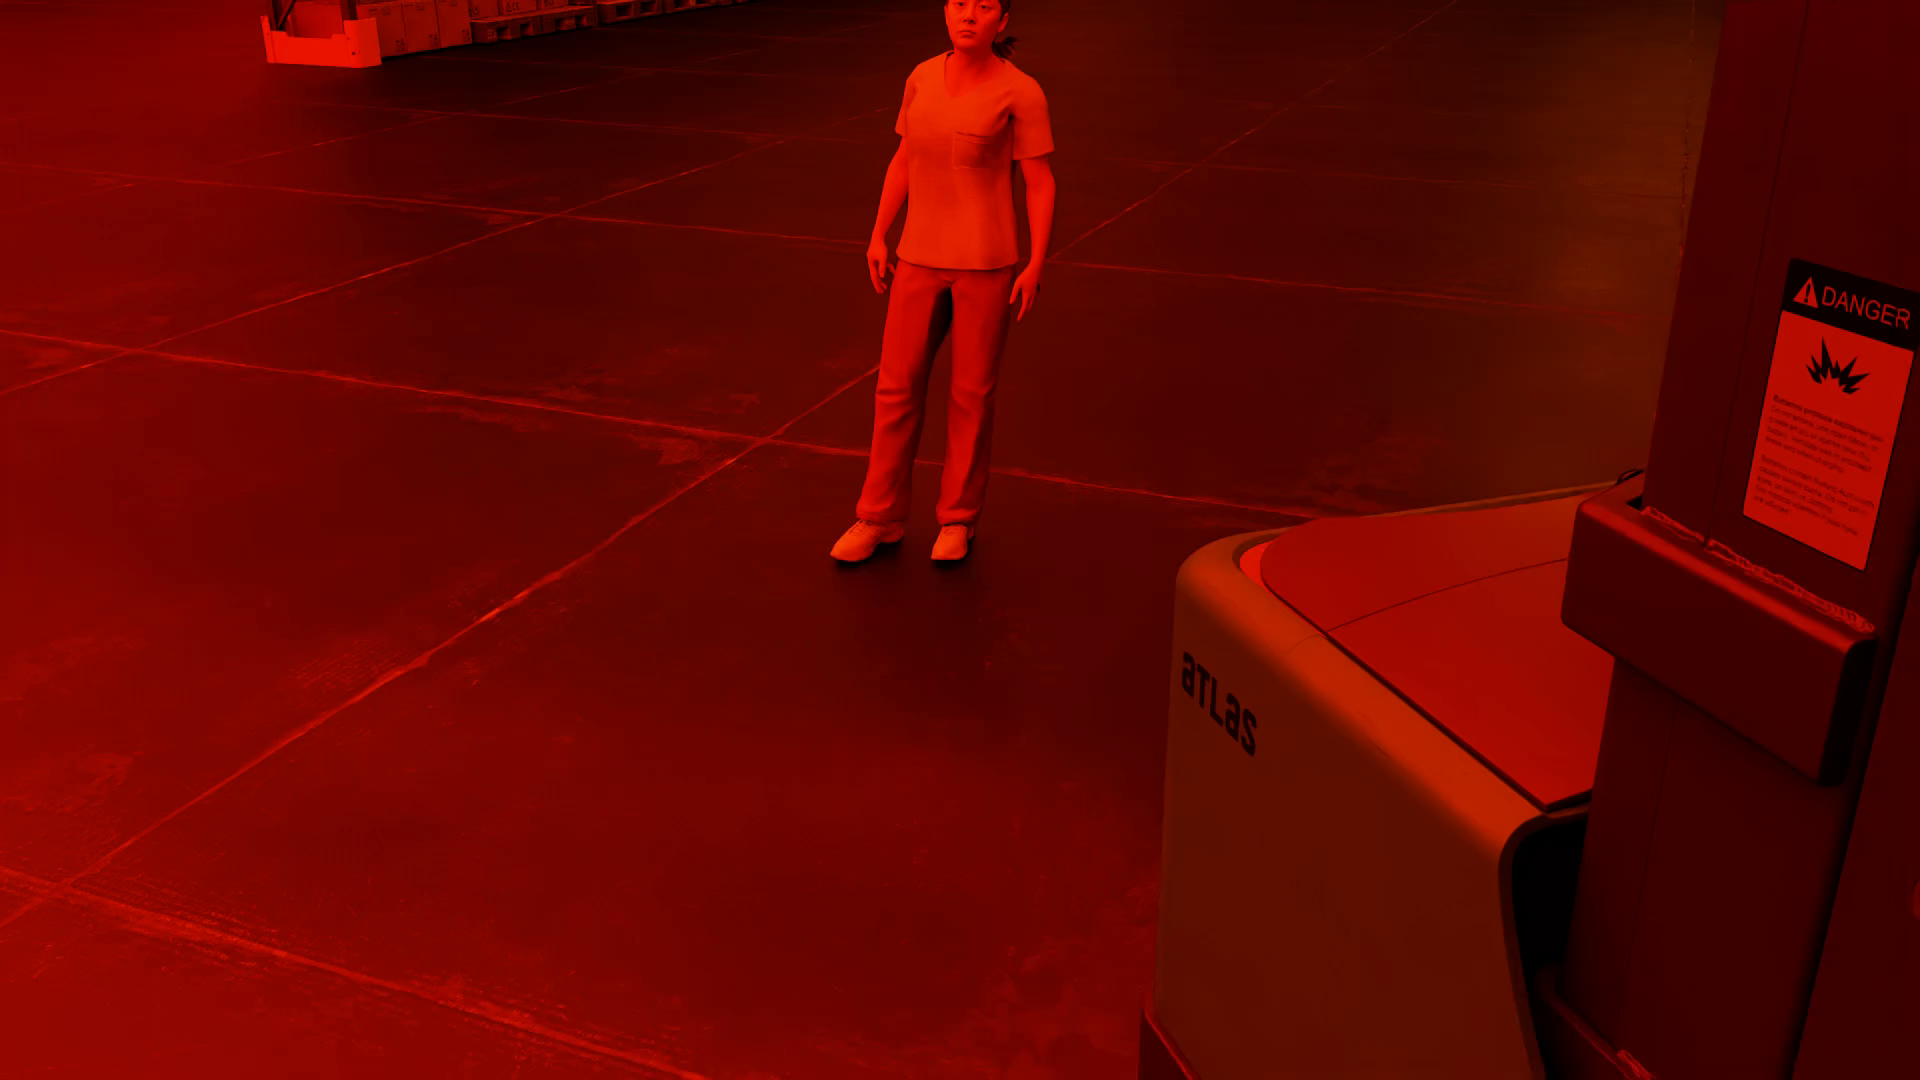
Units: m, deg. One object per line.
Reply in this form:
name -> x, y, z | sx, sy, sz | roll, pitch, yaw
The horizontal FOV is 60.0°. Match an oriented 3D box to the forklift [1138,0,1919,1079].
forklift -> 1.248, 0.113, 1.023 | 1.130, 2.935, 3.031 | -8, 24, -18

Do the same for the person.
person -> -0.039, -0.755, 4.708 | 0.552, 1.674, 0.548 | 9, 24, 21
